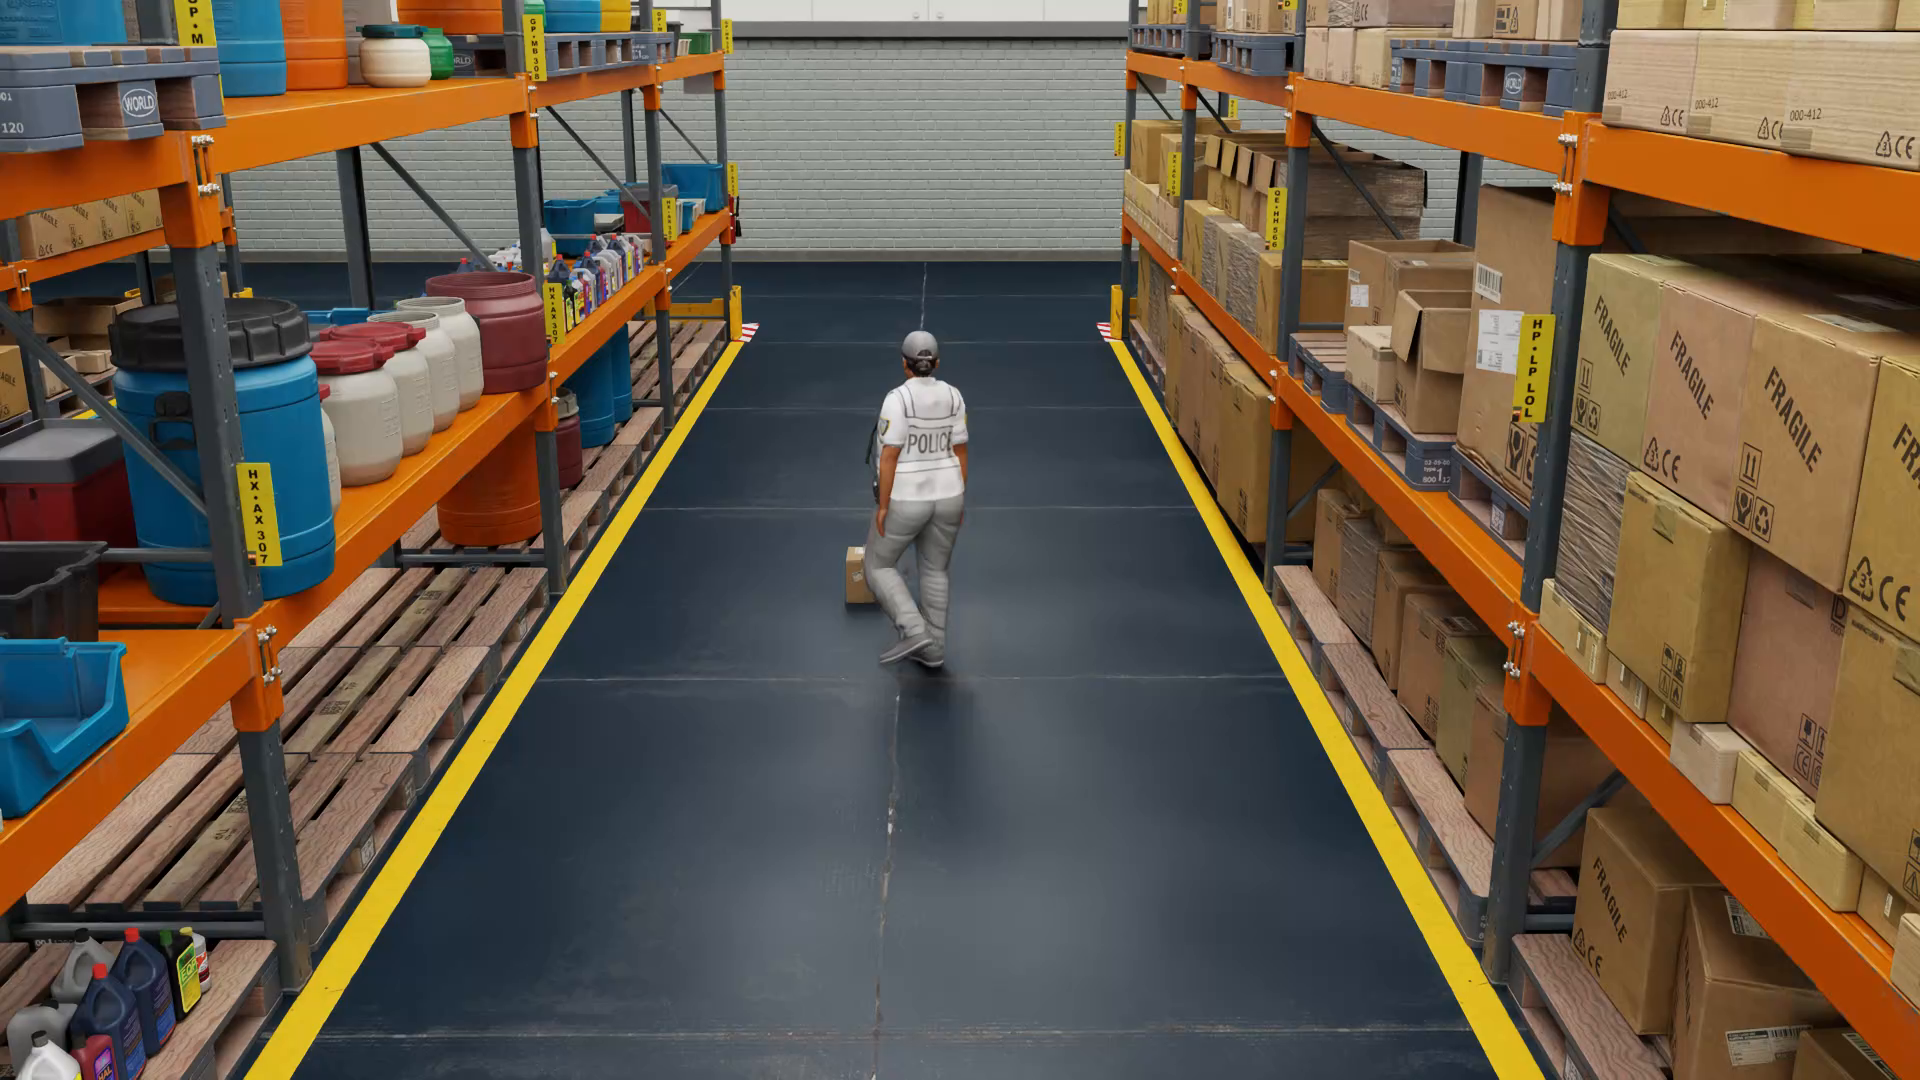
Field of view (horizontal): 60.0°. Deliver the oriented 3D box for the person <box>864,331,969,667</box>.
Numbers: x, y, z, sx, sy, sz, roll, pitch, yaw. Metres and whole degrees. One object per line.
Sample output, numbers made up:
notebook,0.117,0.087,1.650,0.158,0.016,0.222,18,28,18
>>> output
person,-0.201,-0.171,8.081,0.559,1.660,0.521,-11,20,-31
